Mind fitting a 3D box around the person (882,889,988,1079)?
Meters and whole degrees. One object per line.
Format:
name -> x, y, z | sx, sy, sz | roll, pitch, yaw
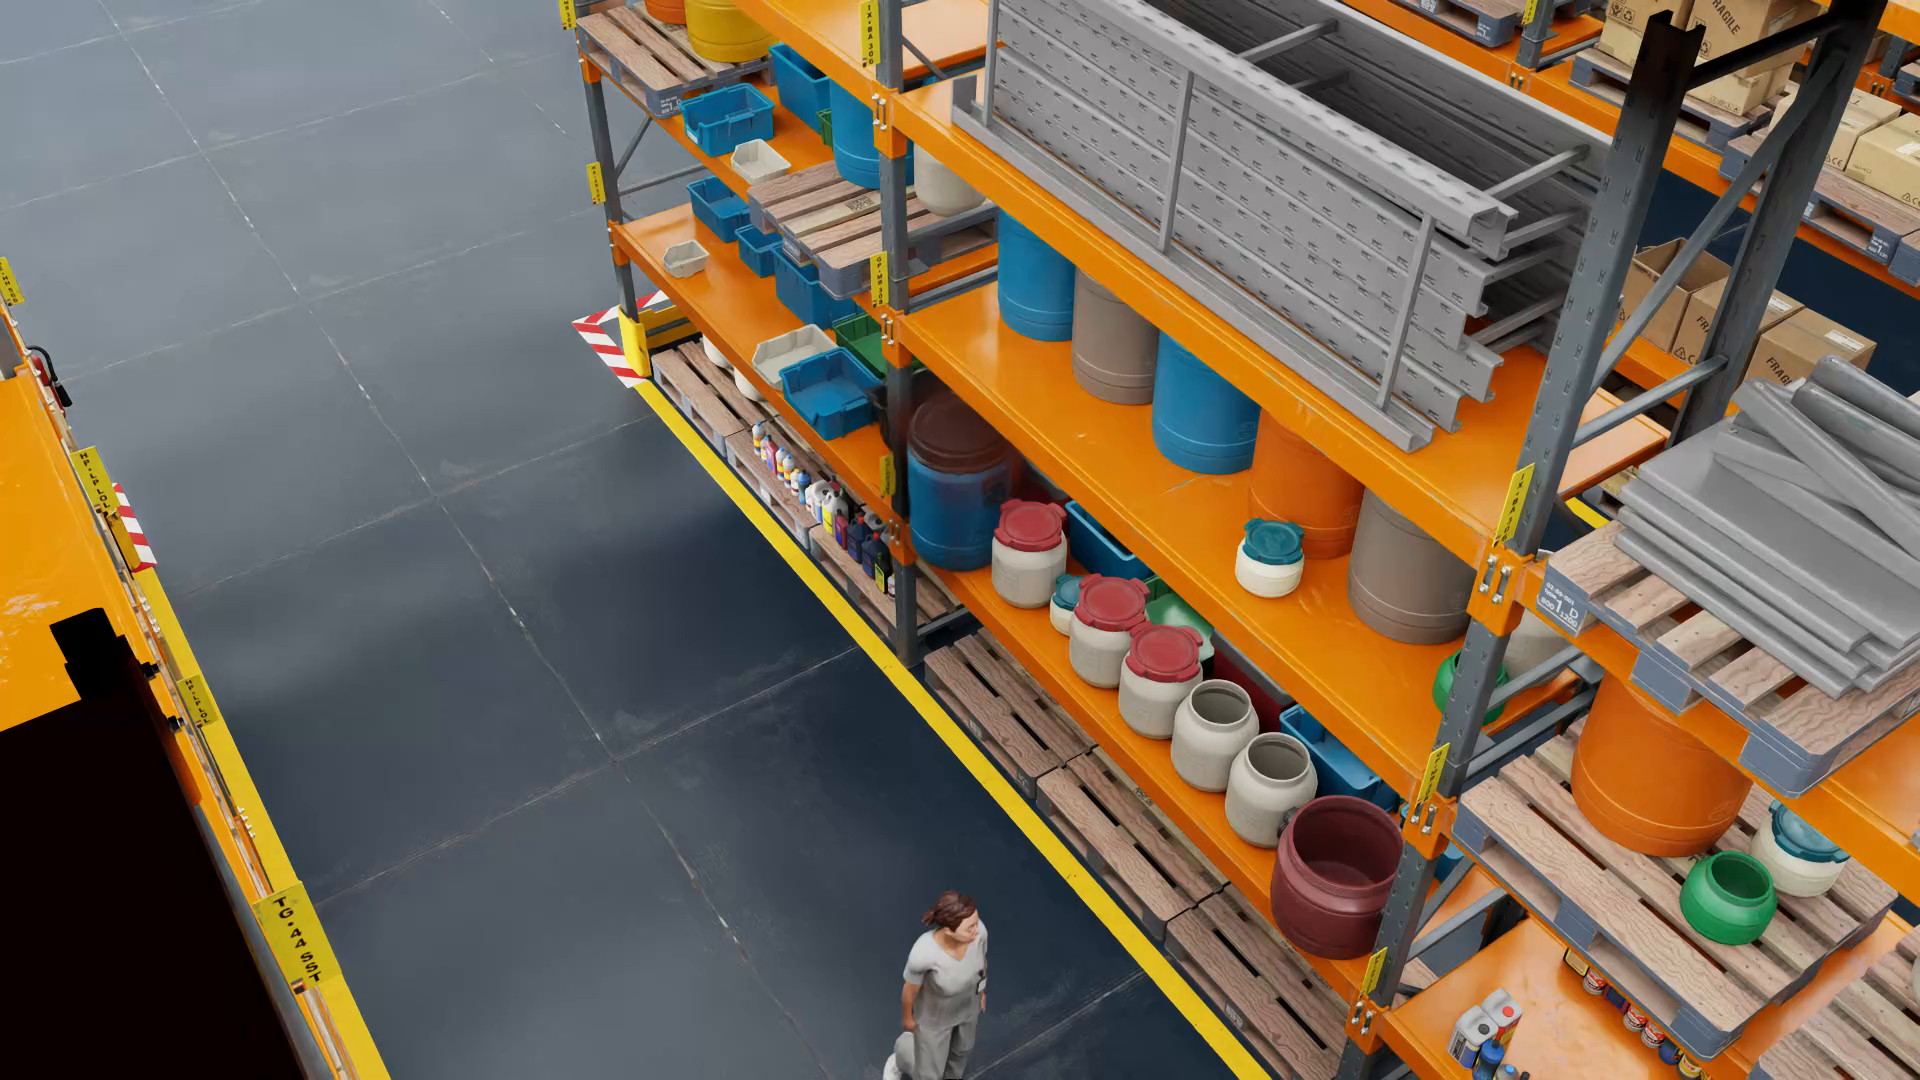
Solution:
person -> -0.122, 2.234, 8.106 | 0.519, 1.661, 0.479 | -25, 48, -24
